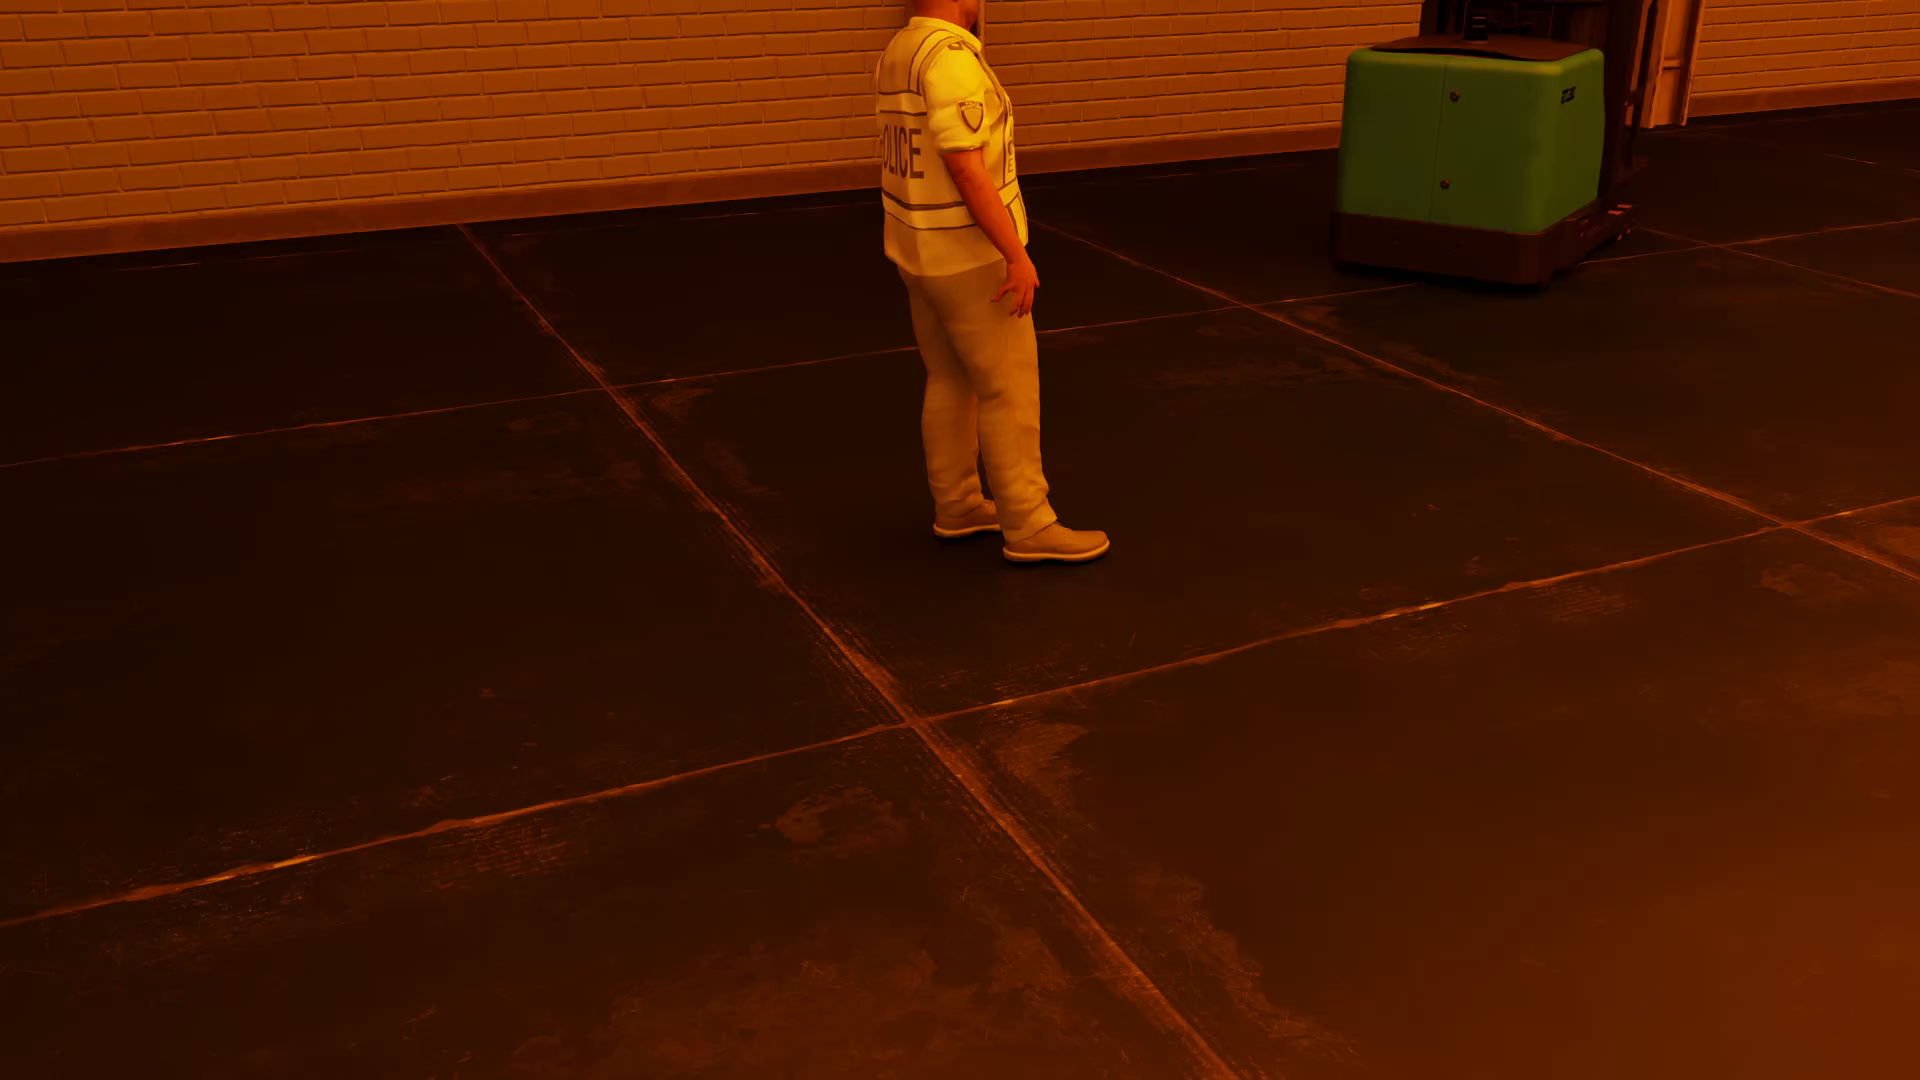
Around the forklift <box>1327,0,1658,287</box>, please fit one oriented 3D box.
[{"bbox_3d":[3.077,-3.063,8.659,1.130,2.935,3.031,14,27,31],"label":"forklift"}]

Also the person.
[{"bbox_3d":[0.075,-0.838,4.782,0.575,1.781,0.640,-10,25,-23],"label":"person"}]
